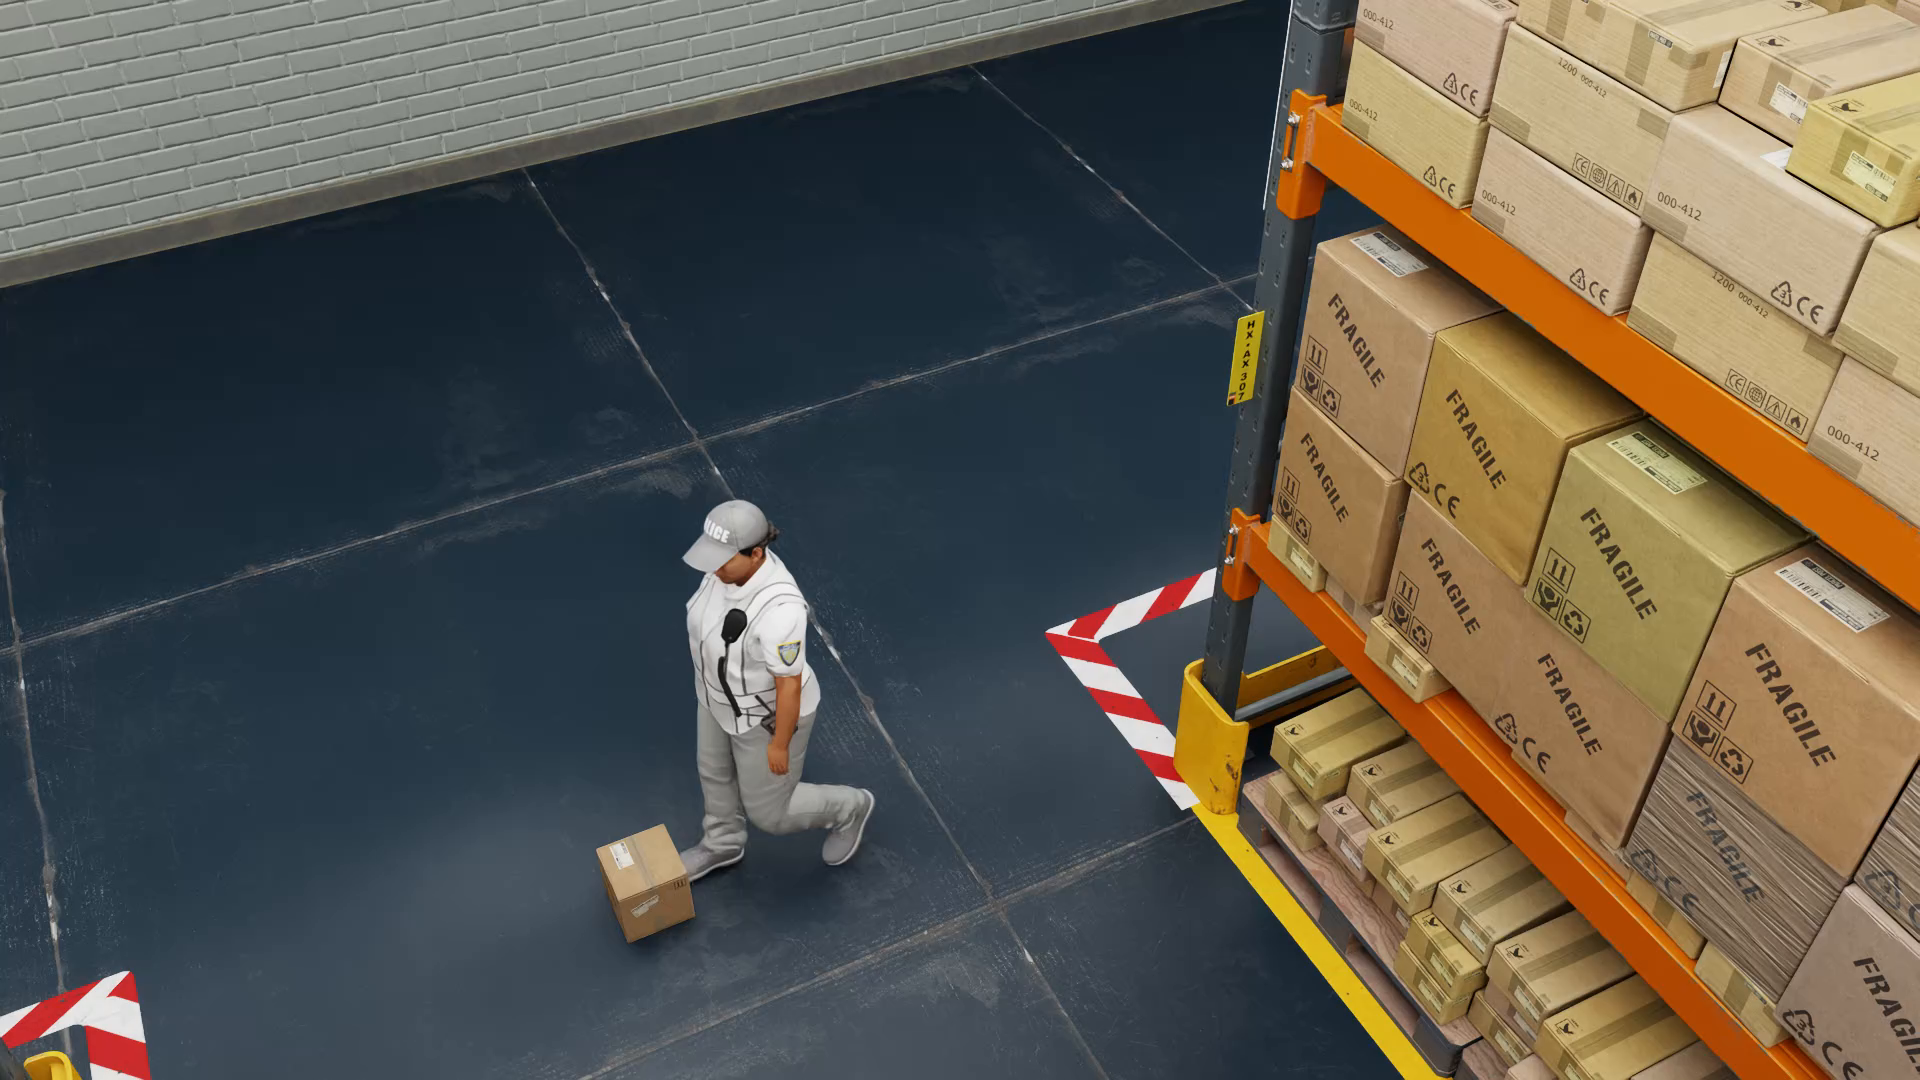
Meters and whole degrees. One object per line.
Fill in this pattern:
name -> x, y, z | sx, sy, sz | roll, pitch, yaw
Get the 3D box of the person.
person -> -0.689, 0.538, 5.531 | 0.739, 1.644, 0.503 | -25, 47, -25
